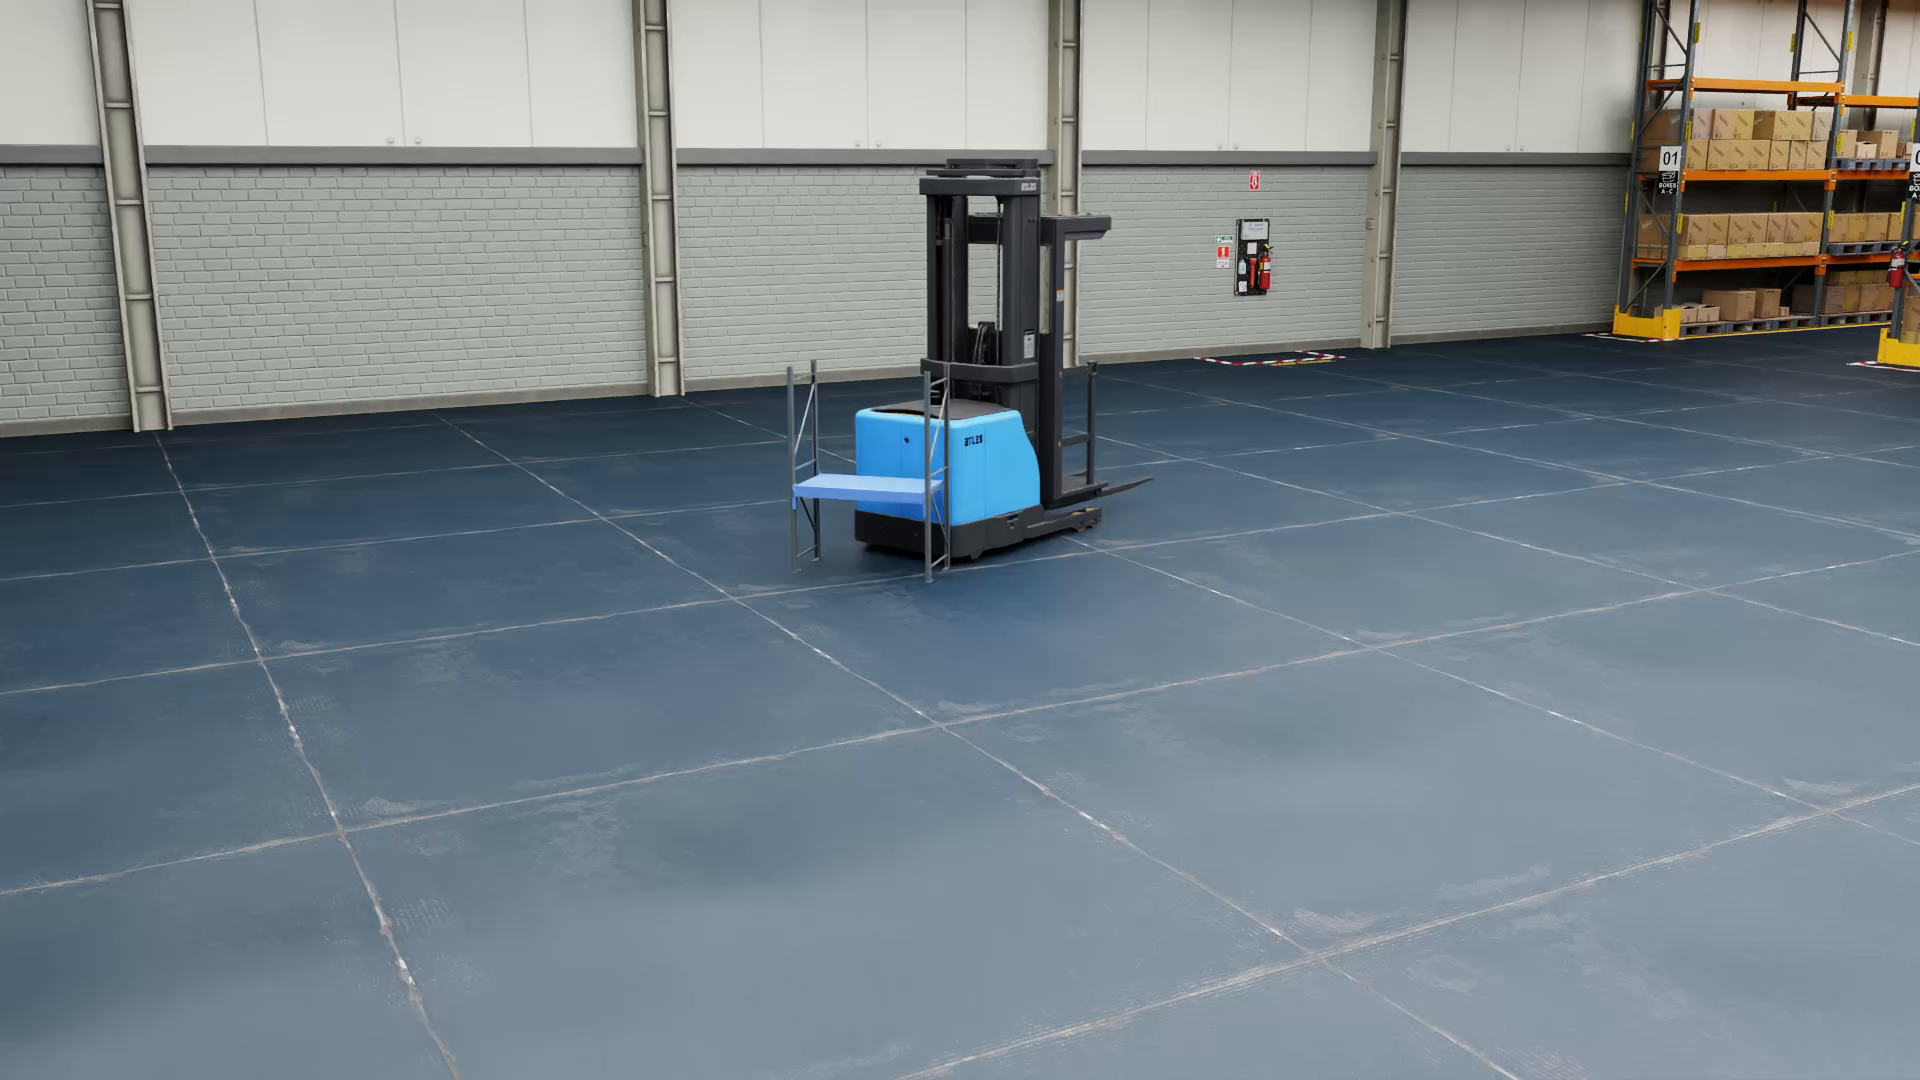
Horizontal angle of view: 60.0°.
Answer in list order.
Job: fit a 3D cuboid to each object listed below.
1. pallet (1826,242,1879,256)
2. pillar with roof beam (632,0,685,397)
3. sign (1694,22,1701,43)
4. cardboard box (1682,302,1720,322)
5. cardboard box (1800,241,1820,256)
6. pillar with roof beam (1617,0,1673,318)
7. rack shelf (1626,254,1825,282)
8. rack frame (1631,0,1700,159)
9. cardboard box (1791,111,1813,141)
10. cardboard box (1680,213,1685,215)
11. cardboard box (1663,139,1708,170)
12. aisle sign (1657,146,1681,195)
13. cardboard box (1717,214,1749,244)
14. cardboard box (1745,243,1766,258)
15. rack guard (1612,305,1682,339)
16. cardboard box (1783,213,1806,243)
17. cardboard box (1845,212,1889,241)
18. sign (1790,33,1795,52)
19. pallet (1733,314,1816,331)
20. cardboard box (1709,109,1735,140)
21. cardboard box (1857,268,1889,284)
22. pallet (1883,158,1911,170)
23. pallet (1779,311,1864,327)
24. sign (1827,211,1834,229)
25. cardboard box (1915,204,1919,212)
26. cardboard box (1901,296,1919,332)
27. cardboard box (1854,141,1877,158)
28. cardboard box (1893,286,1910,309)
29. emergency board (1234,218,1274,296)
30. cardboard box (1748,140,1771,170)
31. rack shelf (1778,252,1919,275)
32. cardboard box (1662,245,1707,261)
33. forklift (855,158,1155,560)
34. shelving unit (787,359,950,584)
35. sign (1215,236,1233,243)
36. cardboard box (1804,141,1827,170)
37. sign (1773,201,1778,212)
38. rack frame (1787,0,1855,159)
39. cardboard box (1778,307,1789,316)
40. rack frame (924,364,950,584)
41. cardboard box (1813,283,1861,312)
[{"bbox_3d":[16.065,-5.374,30.592,1.213,0.211,1.003,-7,14,-28],"label":"pallet"},{"bbox_3d":[-1.723,-5.438,16.777,0.400,9.000,9.100,-7,14,-28],"label":"pillar with roof beam"},{"bbox_3d":[12.073,-8.311,27.234,0.005,0.325,0.100,-7,14,-28],"label":"sign"},{"bbox_3d":[12.964,-4.012,29.228,0.500,0.311,0.500,-6,14,-23],"label":"cardboard box"},{"bbox_3d":[15.054,-5.243,29.871,0.500,0.250,0.500,-7,14,-28],"label":"cardboard box"},{"bbox_3d":[14.076,-7.332,25.191,0.400,9.000,9.100,-7,14,-28],"label":"pillar with roof beam"},{"bbox_3d":[13.569,-4.853,29.482,4.000,0.370,1.077,-7,14,-28],"label":"rack shelf"},{"bbox_3d":[11.813,-7.921,27.809,0.127,3.000,1.000,-7,14,-28],"label":"rack frame"},{"bbox_3d":[14.536,-7.260,29.153,0.500,0.500,0.500,-6,14,-25],"label":"cardboard box"},{"bbox_3d":[12.572,-5.438,29.029,0.500,0.500,0.500,-7,14,-27],"label":"cardboard box"},{"bbox_3d":[12.227,-6.503,28.068,0.500,0.500,0.500,-6,14,-26],"label":"cardboard box"},{"bbox_3d":[11.894,-6.197,27.892,0.004,0.787,0.394,-7,14,-28],"label":"aisle sign"},{"bbox_3d":[13.272,-5.392,28.824,0.500,0.500,0.500,-7,15,-30],"label":"cardboard box"},{"bbox_3d":[13.738,-5.083,29.161,0.500,0.250,0.500,-7,14,-27],"label":"cardboard box"},{"bbox_3d":[11.880,-3.783,28.778,0.348,0.500,1.175,-7,14,-28],"label":"rack guard"},{"bbox_3d":[14.622,-5.554,29.546,0.500,0.500,0.500,-7,14,-28],"label":"cardboard box"},{"bbox_3d":[16.844,-5.858,31.077,0.500,0.500,0.700,-5,14,-20],"label":"cardboard box"},{"bbox_3d":[15.053,-8.981,30.032,0.005,0.325,0.100,-7,14,-28],"label":"sign"},{"bbox_3d":[14.752,-3.977,30.300,1.213,0.211,1.003,-7,14,-28],"label":"pallet"},{"bbox_3d":[12.732,-7.041,28.179,0.500,0.500,0.500,-7,14,-29],"label":"cardboard box"},{"bbox_3d":[17.249,-5.008,31.513,0.500,0.250,0.500,-7,14,-28],"label":"cardboard box"},{"bbox_3d":[16.826,-6.941,30.714,1.003,0.211,1.213,-7,14,-28],"label":"pallet"},{"bbox_3d":[16.007,-4.137,31.009,1.213,0.211,1.003,-7,14,-28],"label":"pallet"},{"bbox_3d":[15.591,-5.733,29.782,0.005,0.325,0.100,-7,14,-28],"label":"sign"},{"bbox_3d":[18.272,-6.337,31.727,0.250,0.149,0.380,-10,16,-37],"label":"cardboard box"},{"bbox_3d":[14.518,-3.383,24.907,0.500,0.500,0.500,-7,14,-28],"label":"cardboard box"},{"bbox_3d":[16.383,-7.147,30.447,0.500,0.311,0.500,-6,14,-26],"label":"cardboard box"},{"bbox_3d":[17.720,-4.713,31.911,0.500,0.500,0.700,-7,14,-28],"label":"cardboard box"},{"bbox_3d":[4.560,-4.351,25.609,0.643,1.169,0.194,-7,14,-28],"label":"emergency board"},{"bbox_3d":[13.629,-6.668,28.803,0.500,0.500,0.500,-6,14,-24],"label":"cardboard box"},{"bbox_3d":[17.080,-5.274,31.352,4.000,0.370,1.077,-7,14,-28],"label":"rack shelf"},{"bbox_3d":[12.394,-4.921,28.439,0.500,0.250,0.500,-7,15,-29],"label":"cardboard box"},{"bbox_3d":[0.505,-1.552,13.331,1.130,2.935,3.031,10,16,38],"label":"forklift"},{"bbox_3d":[-0.647,-0.508,11.950,1.048,1.500,0.538,4,13,16],"label":"shelving unit"},{"bbox_3d":[4.033,-4.587,25.371,0.331,0.109,0.001,-7,14,-28],"label":"sign"},{"bbox_3d":[14.997,-6.836,29.547,0.500,0.500,0.500,-6,14,-26],"label":"cardboard box"},{"bbox_3d":[15.055,-6.086,30.684,0.005,0.325,0.100,-7,14,-28],"label":"sign"},{"bbox_3d":[15.324,-8.342,29.679,0.127,3.000,1.000,-7,14,-28],"label":"rack frame"},{"bbox_3d":[14.869,-4.185,30.325,0.250,0.166,0.380,-9,16,-35],"label":"cardboard box"},{"bbox_3d":[-0.160,-0.476,11.807,0.032,1.500,0.500,4,13,16],"label":"rack frame"},{"bbox_3d":[16.392,-4.555,31.207,0.500,0.500,0.700,-7,15,-29],"label":"cardboard box"}]
